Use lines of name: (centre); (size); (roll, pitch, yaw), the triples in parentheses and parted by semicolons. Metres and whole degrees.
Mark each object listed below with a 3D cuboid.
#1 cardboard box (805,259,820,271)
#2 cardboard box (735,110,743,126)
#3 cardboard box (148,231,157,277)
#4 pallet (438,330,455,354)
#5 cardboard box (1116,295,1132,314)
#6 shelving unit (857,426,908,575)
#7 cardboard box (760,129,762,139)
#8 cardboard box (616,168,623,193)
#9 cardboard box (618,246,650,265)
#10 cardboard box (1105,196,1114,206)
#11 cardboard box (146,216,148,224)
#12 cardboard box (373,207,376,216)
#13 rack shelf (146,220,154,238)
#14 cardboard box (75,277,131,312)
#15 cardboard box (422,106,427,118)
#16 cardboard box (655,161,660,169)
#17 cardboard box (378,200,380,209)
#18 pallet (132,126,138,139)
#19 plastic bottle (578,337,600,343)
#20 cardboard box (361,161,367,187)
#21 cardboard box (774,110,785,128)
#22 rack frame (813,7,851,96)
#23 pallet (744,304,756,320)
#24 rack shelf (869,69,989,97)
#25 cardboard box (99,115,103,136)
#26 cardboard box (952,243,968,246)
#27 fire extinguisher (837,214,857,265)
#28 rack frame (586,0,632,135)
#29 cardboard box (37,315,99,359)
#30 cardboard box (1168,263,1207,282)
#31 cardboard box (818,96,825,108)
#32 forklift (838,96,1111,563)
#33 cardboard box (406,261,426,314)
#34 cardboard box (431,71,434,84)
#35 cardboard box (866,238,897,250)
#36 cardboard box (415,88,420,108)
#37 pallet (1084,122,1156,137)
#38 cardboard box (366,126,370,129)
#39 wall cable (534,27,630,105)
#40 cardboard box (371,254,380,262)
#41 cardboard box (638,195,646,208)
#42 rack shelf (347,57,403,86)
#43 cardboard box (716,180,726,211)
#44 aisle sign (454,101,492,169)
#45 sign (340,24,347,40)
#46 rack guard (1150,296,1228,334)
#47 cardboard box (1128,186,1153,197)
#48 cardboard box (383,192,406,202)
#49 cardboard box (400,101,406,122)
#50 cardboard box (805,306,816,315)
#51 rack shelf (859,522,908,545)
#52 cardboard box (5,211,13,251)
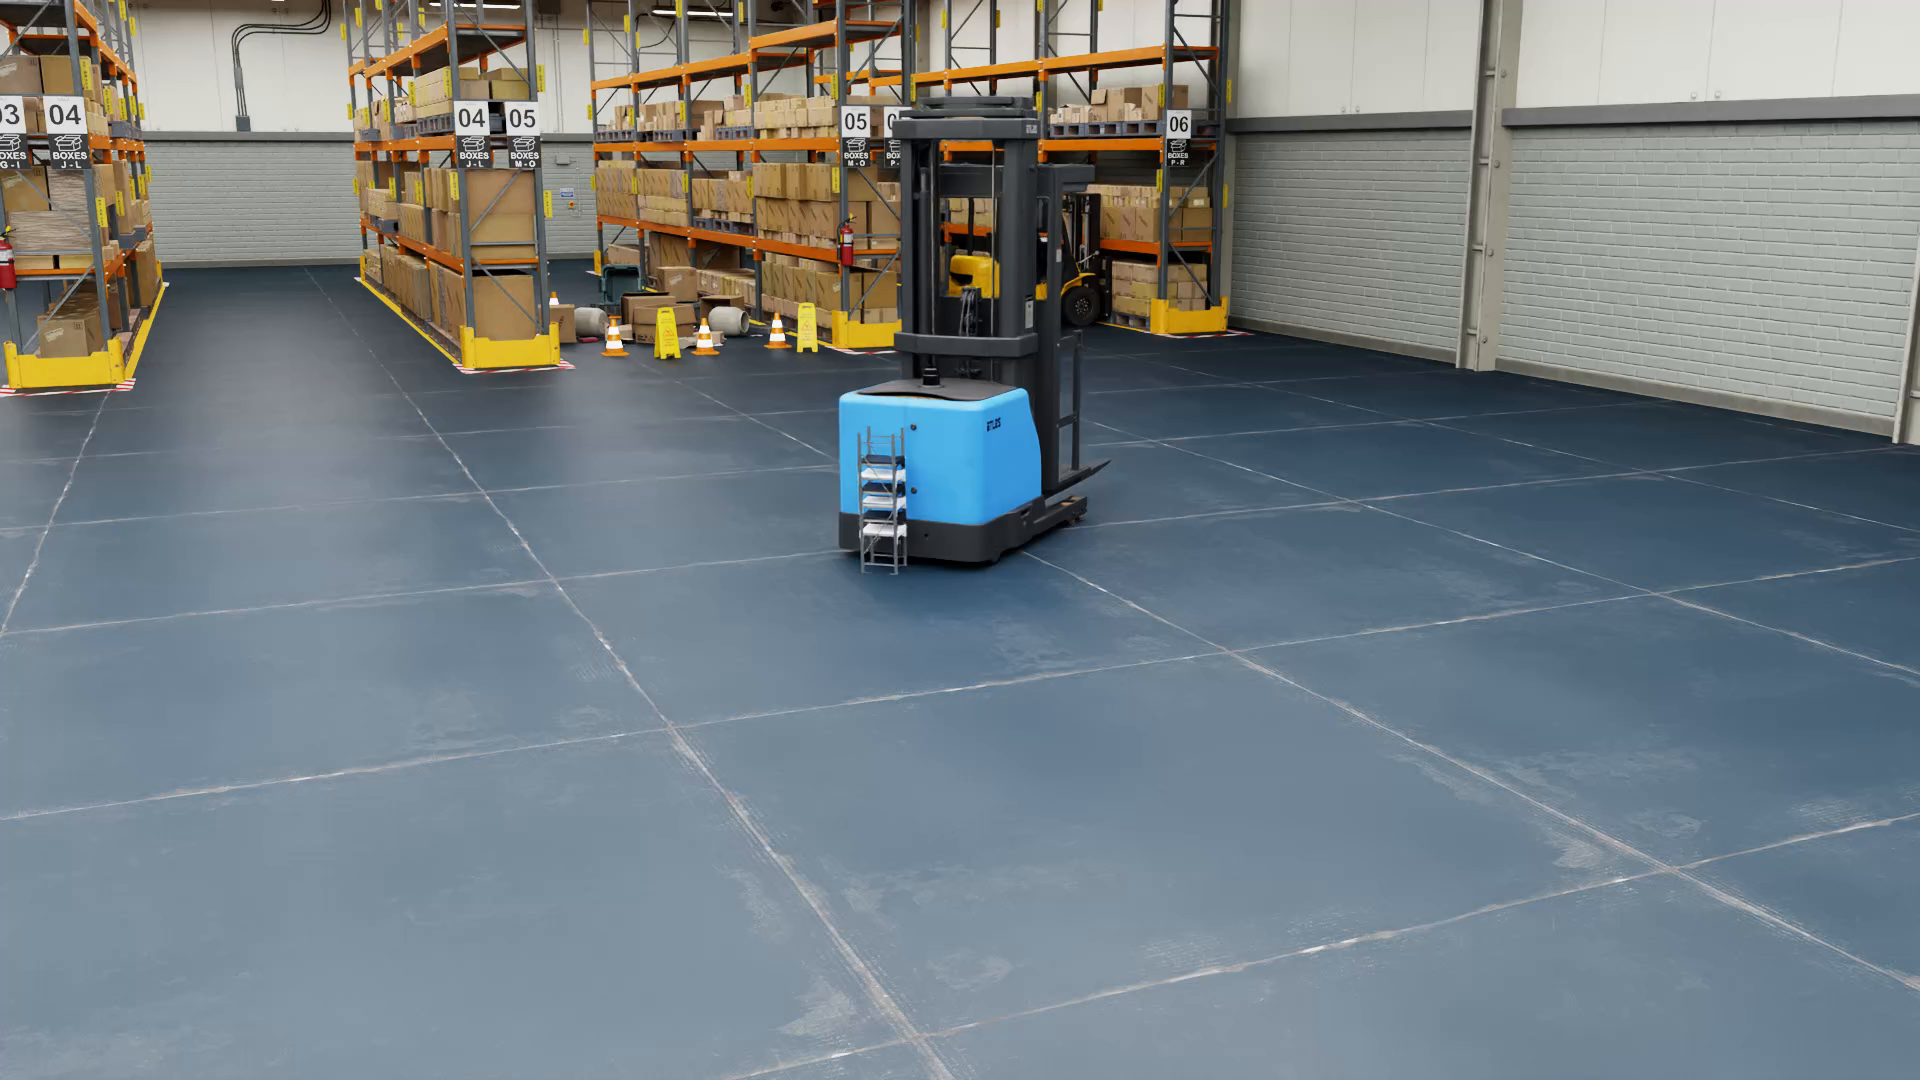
cardboard box: (-2.008, -3.945, 23.828); (0.380, 0.149, 0.250); (-5, 14, -22)
cardboard box: (-3.309, -6.767, 26.703); (0.500, 0.250, 0.500); (-5, 14, -22)
cardboard box: (-16.302, -5.590, 32.650); (0.875, 0.875, 0.875); (-6, 14, -23)
pallet: (-6.514, -2.718, 22.646); (1.003, 0.211, 1.213); (-6, 14, -23)
cardboard box: (2.736, -3.621, 25.530); (0.500, 0.250, 0.500); (-6, 14, -23)
shelving unit: (-0.485, -0.247, 10.420); (0.258, 0.900, 0.210); (3, 16, 14)
cardboard box: (-2.845, -6.213, 25.466); (0.380, 0.149, 0.250); (-6, 14, -24)
cardboard box: (-6.799, -7.432, 34.391); (0.500, 0.500, 0.500); (-5, 14, -22)
cardboard box: (-6.821, -6.081, 35.743); (0.875, 0.438, 0.875); (-5, 14, -21)
cardboard box: (2.473, -5.258, 25.775); (0.380, 0.149, 0.250); (-6, 14, -23)
cardboard box: (-15.363, -5.955, 31.006); (0.380, 0.149, 0.250); (-5, 14, -22)
cardboard box: (-10.293, -5.892, 29.801); (0.380, 0.149, 0.250); (-6, 14, -25)
rack shelf: (-15.830, -5.782, 31.294); (1.077, 0.370, 4.000); (-6, 14, -23)
cardboard box: (-13.140, -3.752, 25.499); (0.700, 0.500, 0.500); (-6, 15, -26)
cardboard box: (-7.101, -5.823, 22.628); (0.380, 0.149, 0.250); (-6, 14, -24)
cardboard box: (-5.955, -7.606, 33.703); (0.380, 0.149, 0.250); (-5, 14, -22)
cardboard box: (-9.871, -5.820, 28.831); (0.380, 0.149, 0.250); (-6, 14, -23)
pallet: (-15.347, -7.307, 29.834); (1.003, 0.211, 1.213); (-6, 14, -23)
plastic bottle: (-5.214, -2.818, 23.411); (0.283, 0.061, 0.133); (-12, 18, -42)
cardboard box: (-11.507, -7.218, 32.807); (0.500, 0.500, 0.500); (-6, 14, -25)
cardboard box: (-2.415, -6.168, 24.390); (0.500, 0.250, 0.500); (-5, 14, -22)
rack frame: (-3.005, -10.812, 38.130); (1.000, 3.000, 0.127); (-6, 14, -23)
pallet: (-3.058, -3.763, 27.162); (1.003, 0.211, 1.213); (-6, 14, -23)
rack shelf: (-0.601, -9.027, 32.900); (1.077, 0.370, 4.000); (-6, 14, -23)
cardboard box: (-10.994, -5.170, 20.737); (0.500, 0.250, 0.500); (-6, 14, -23)
cardboard box: (0.022, -5.777, 32.852); (0.380, 0.149, 0.250); (-5, 14, -22)
fire extinguisher: (-1.519, -4.032, 22.310); (0.296, 0.674, 0.183); (-6, 14, -23)
rack frame: (-7.551, -10.363, 36.189); (1.000, 3.000, 0.127); (-6, 14, -23)
cardboard box: (-10.457, -2.357, 19.514); (0.500, 0.500, 0.500); (-3, 13, -13)
cardboard box: (3.385, -4.052, 25.176); (0.500, 0.250, 0.500); (-6, 14, -24)
cardboard box: (-1.735, -6.013, 22.836); (0.380, 0.149, 0.250); (-6, 14, -24)
forklift: (0.270, -1.570, 11.652); (1.130, 2.935, 3.031); (6, 14, 23)
cardboard box: (-7.954, -3.922, 25.720); (1.050, 0.750, 0.750); (-6, 14, -23)
cardboard box: (-6.592, -5.949, 21.406); (0.380, 0.149, 0.250); (-6, 14, -24)
cardboard box: (-1.089, -4.101, 22.995); (0.380, 0.149, 0.250); (-6, 14, -23)
cardboard box: (-7.300, -6.153, 23.172); (0.500, 0.250, 0.500); (-6, 14, -23)
pallet: (2.652, -6.403, 25.927); (1.003, 0.211, 1.213); (-6, 14, -23)
cardboard box: (-10.862, -7.850, 31.208); (0.500, 0.250, 0.500); (-6, 14, -26)
wall cable: (-9.398, -11.580, 41.448); (2.355, 3.000, 0.029); (-6, 14, -23)
cardboard box: (-11.415, -5.564, 32.832); (0.380, 0.149, 0.250); (-6, 14, -25)
cardboard box: (-6.031, -6.668, 32.753); (0.500, 0.250, 0.500); (-6, 14, -25)
rack shelf: (-11.245, -9.130, 32.463); (1.077, 0.370, 4.000); (-6, 14, -23)
cardboard box: (-3.751, -5.752, 27.757); (0.500, 0.500, 0.500); (-6, 14, -25)
aisle sign: (-5.884, -4.892, 20.087); (0.394, 0.787, 0.004); (-6, 14, -23)
sign: (-12.544, -10.340, 33.841); (0.100, 0.325, 0.005); (-6, 14, -23)
rack guard: (3.414, -3.361, 24.784); (1.175, 0.500, 0.348); (-6, 14, -23)
cardboard box: (2.779, -5.306, 25.325); (0.380, 0.149, 0.250); (-6, 14, -23)
cardboard box: (-9.458, -5.752, 27.875); (0.380, 0.149, 0.250); (-6, 14, -25)
cardboard box: (-8.347, -6.612, 25.678); (0.500, 0.311, 0.500); (-6, 14, -24)
cardboard box: (-1.913, -3.250, 23.928); (0.500, 0.250, 0.500); (-6, 14, -23)
rack shelf: (-0.483, -0.042, 10.478); (0.258, 0.077, 0.200); (3, 16, 14)
cardboard box: (-10.728, -3.642, 19.572); (0.875, 0.500, 0.500); (-6, 14, -23)
